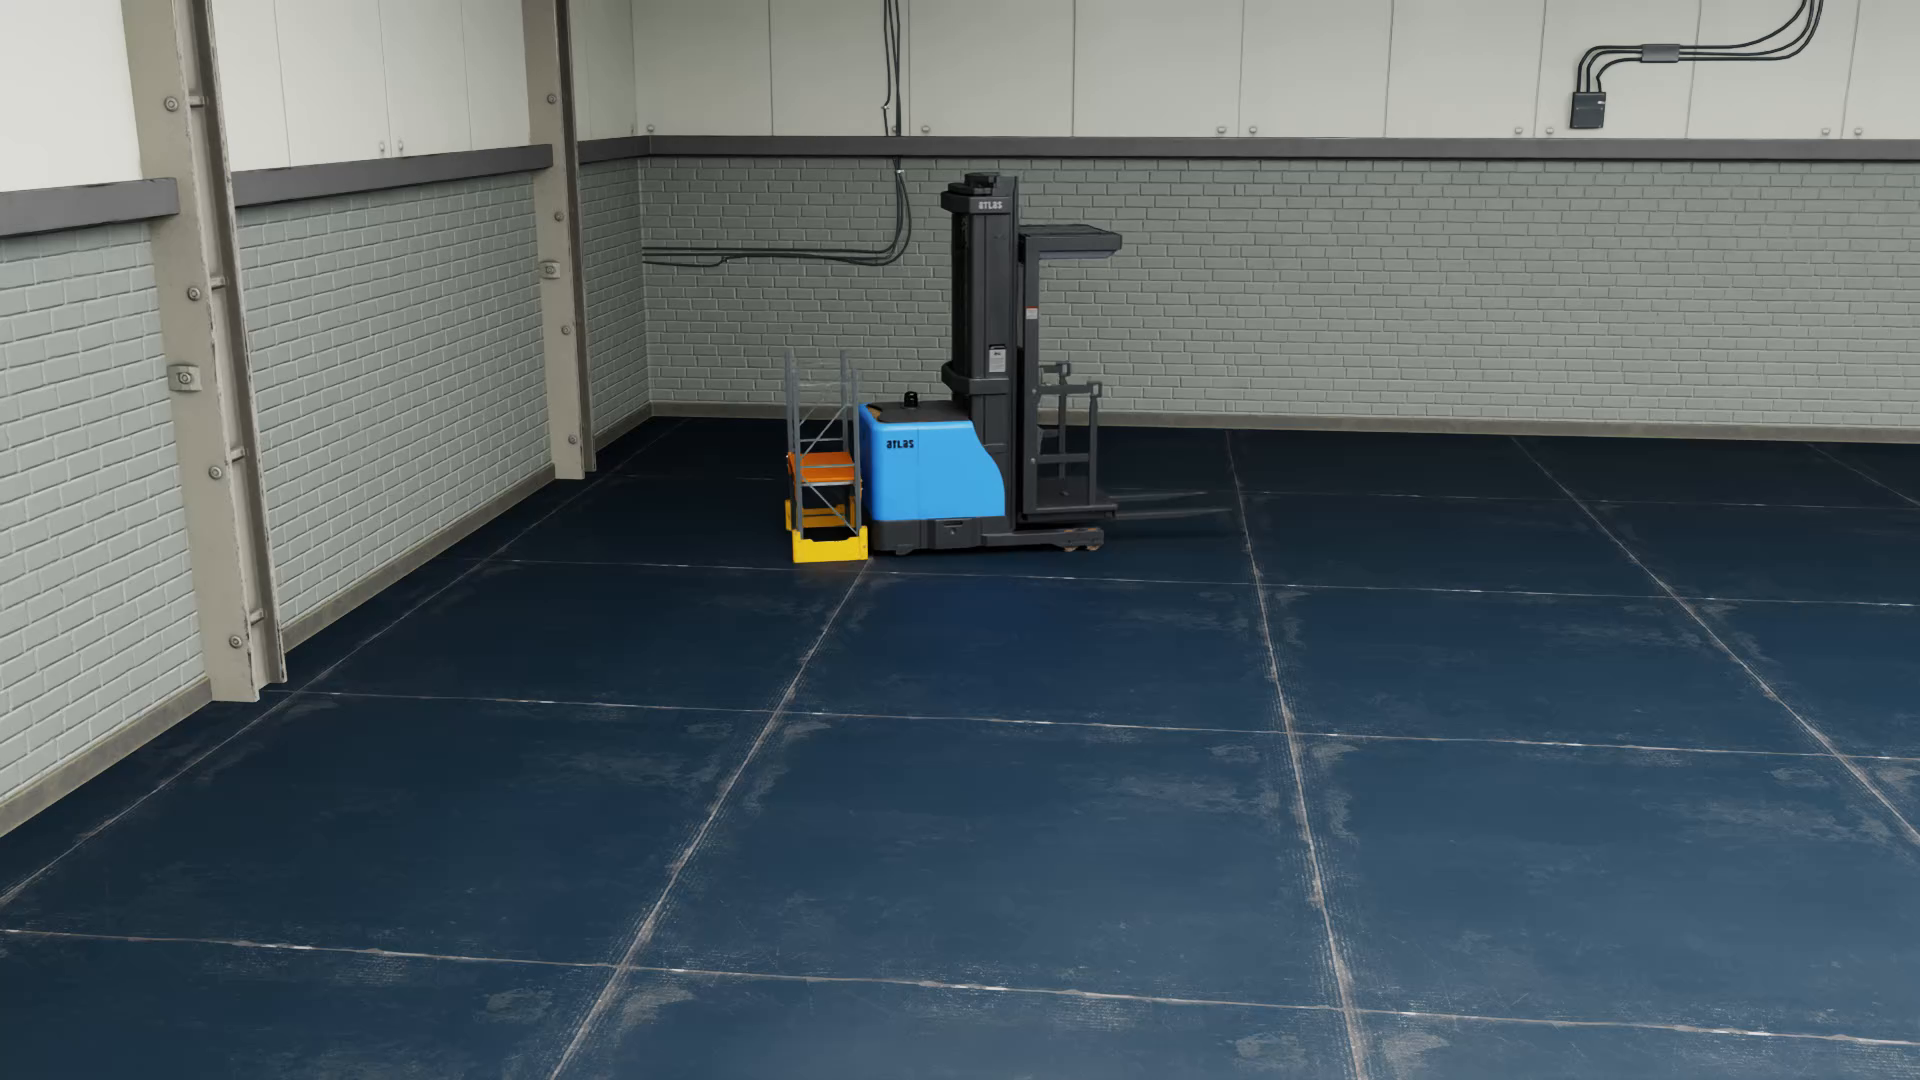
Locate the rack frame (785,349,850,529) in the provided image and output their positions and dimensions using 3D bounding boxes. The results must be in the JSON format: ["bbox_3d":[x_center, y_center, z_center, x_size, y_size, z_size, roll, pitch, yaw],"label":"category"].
[{"bbox_3d":[-1.183,-0.831,13.853,0.500,1.500,0.032,-3,15,-8],"label":"rack frame"}]

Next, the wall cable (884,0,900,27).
[{"bbox_3d":[0.624,-6.561,16.961,3.097,2.526,0.112,2,15,6],"label":"wall cable"}]

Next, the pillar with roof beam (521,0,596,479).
[{"bbox_3d":[0.567,-4.850,14.359,9.100,9.000,0.400,2,15,6],"label":"pillar with roof beam"}]

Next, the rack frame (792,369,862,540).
[{"bbox_3d":[-1.026,-0.569,12.884,0.500,1.500,0.032,-3,15,-8],"label":"rack frame"}]

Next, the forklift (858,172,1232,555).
[{"bbox_3d":[0.702,-1.463,13.459,3.031,2.935,1.130,-3,15,-11],"label":"forklift"}]

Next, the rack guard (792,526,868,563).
[{"bbox_3d":[-1.020,0.034,13.049,0.587,0.250,0.087,-3,15,-8],"label":"rack guard"}]

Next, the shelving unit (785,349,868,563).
[{"bbox_3d":[-1.103,-0.698,13.360,0.587,1.500,1.083,-3,15,-8],"label":"shelving unit"}]

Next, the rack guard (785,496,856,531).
[{"bbox_3d":[-1.174,-0.223,13.999,0.587,0.250,0.087,-3,15,-8],"label":"rack guard"}]

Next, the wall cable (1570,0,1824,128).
[{"bbox_3d":[7.367,-7.060,16.017,2.305,6.003,0.169,2,15,6],"label":"wall cable"}]

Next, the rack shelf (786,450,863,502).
[{"bbox_3d":[-1.103,-0.527,13.416,0.538,0.185,1.000,-3,15,-8],"label":"rack shelf"}]

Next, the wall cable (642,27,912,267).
[{"bbox_3d":[-2.064,-4.203,17.915,3.097,2.526,0.112,2,15,6],"label":"wall cable"}]

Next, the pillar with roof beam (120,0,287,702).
[{"bbox_3d":[-0.110,-3.294,8.604,9.100,9.000,0.400,2,15,6],"label":"pillar with roof beam"}]
